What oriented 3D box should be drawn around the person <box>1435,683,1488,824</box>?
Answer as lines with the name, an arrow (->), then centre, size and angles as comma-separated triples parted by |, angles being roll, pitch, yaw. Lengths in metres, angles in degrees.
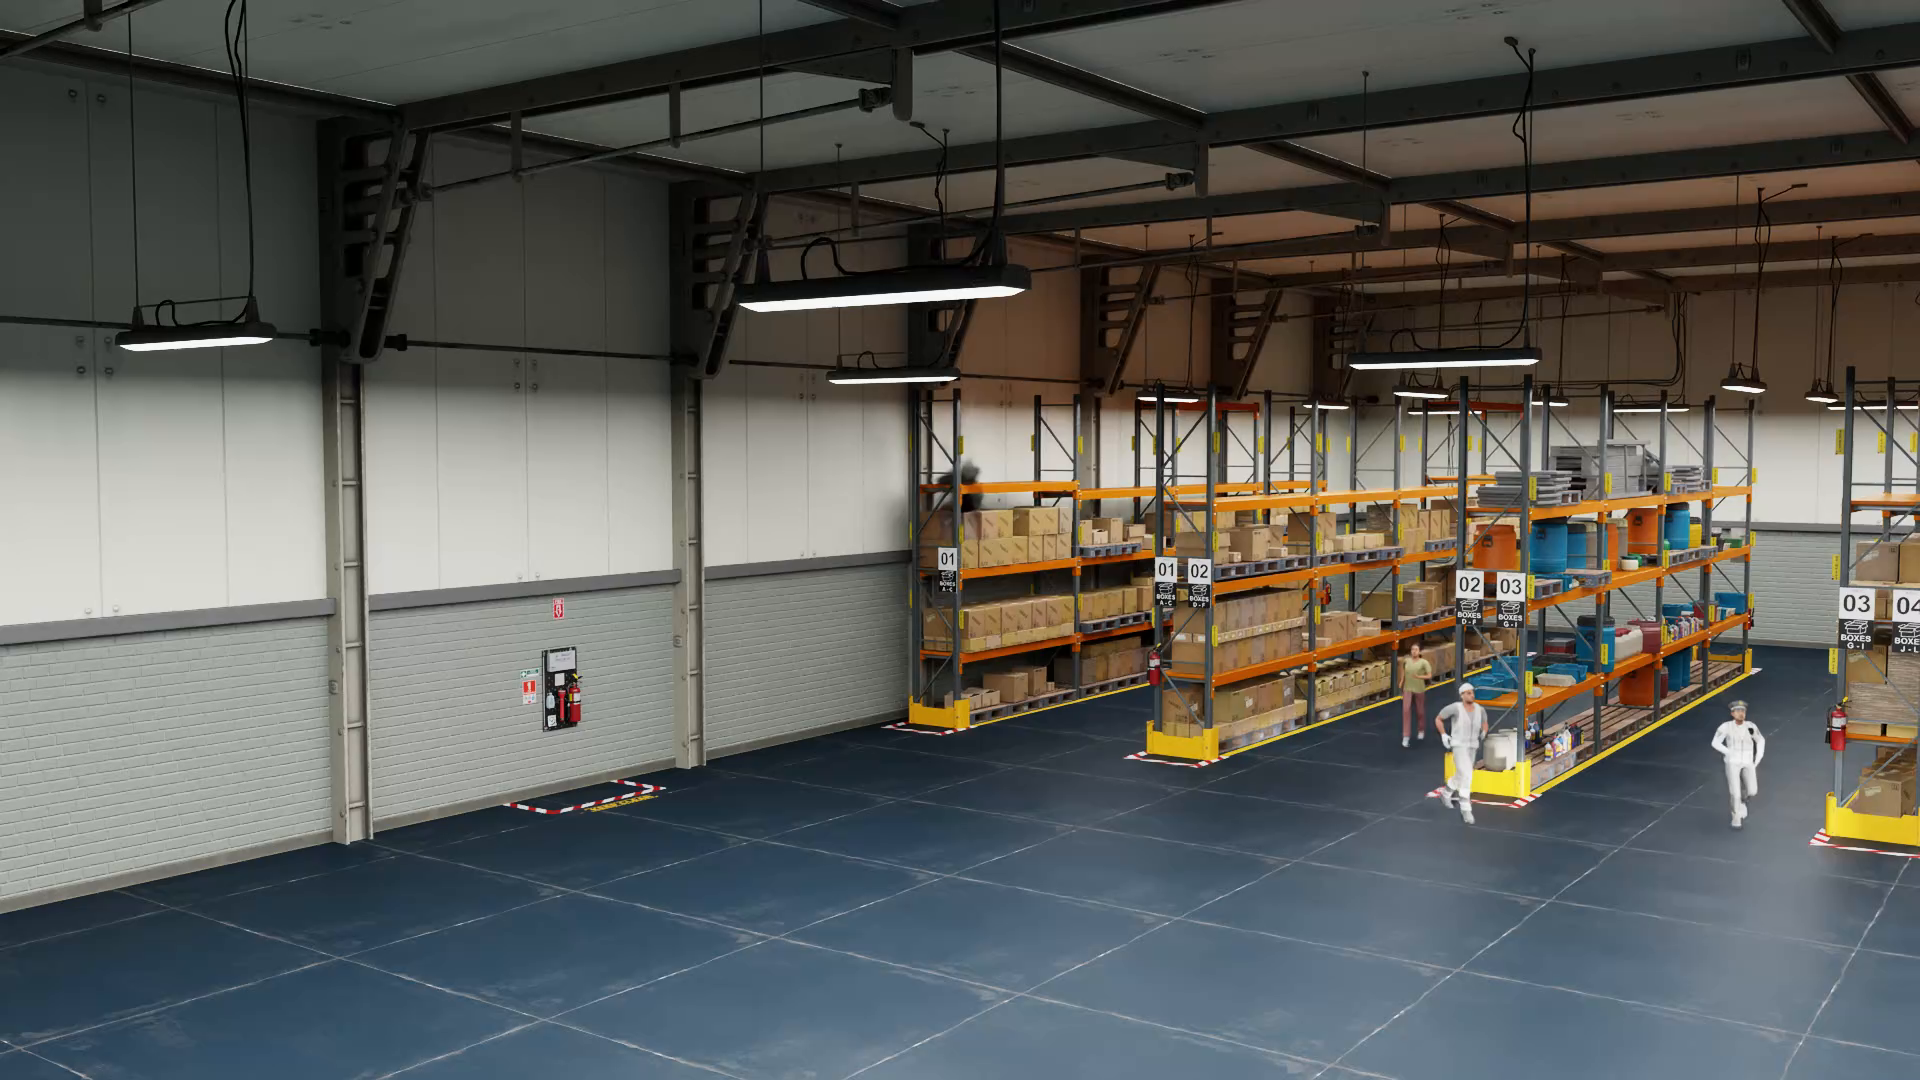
person -> 6.798, 2.827, 22.433 | 0.667, 1.826, 0.858 | -1, 4, -22

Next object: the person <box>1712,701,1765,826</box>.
person -> 10.212, 2.928, 21.765 | 0.677, 1.658, 0.491 | 1, 3, 10

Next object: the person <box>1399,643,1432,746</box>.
person -> 7.609, 2.553, 27.800 | 0.564, 1.681, 0.908 | 2, 4, 27
